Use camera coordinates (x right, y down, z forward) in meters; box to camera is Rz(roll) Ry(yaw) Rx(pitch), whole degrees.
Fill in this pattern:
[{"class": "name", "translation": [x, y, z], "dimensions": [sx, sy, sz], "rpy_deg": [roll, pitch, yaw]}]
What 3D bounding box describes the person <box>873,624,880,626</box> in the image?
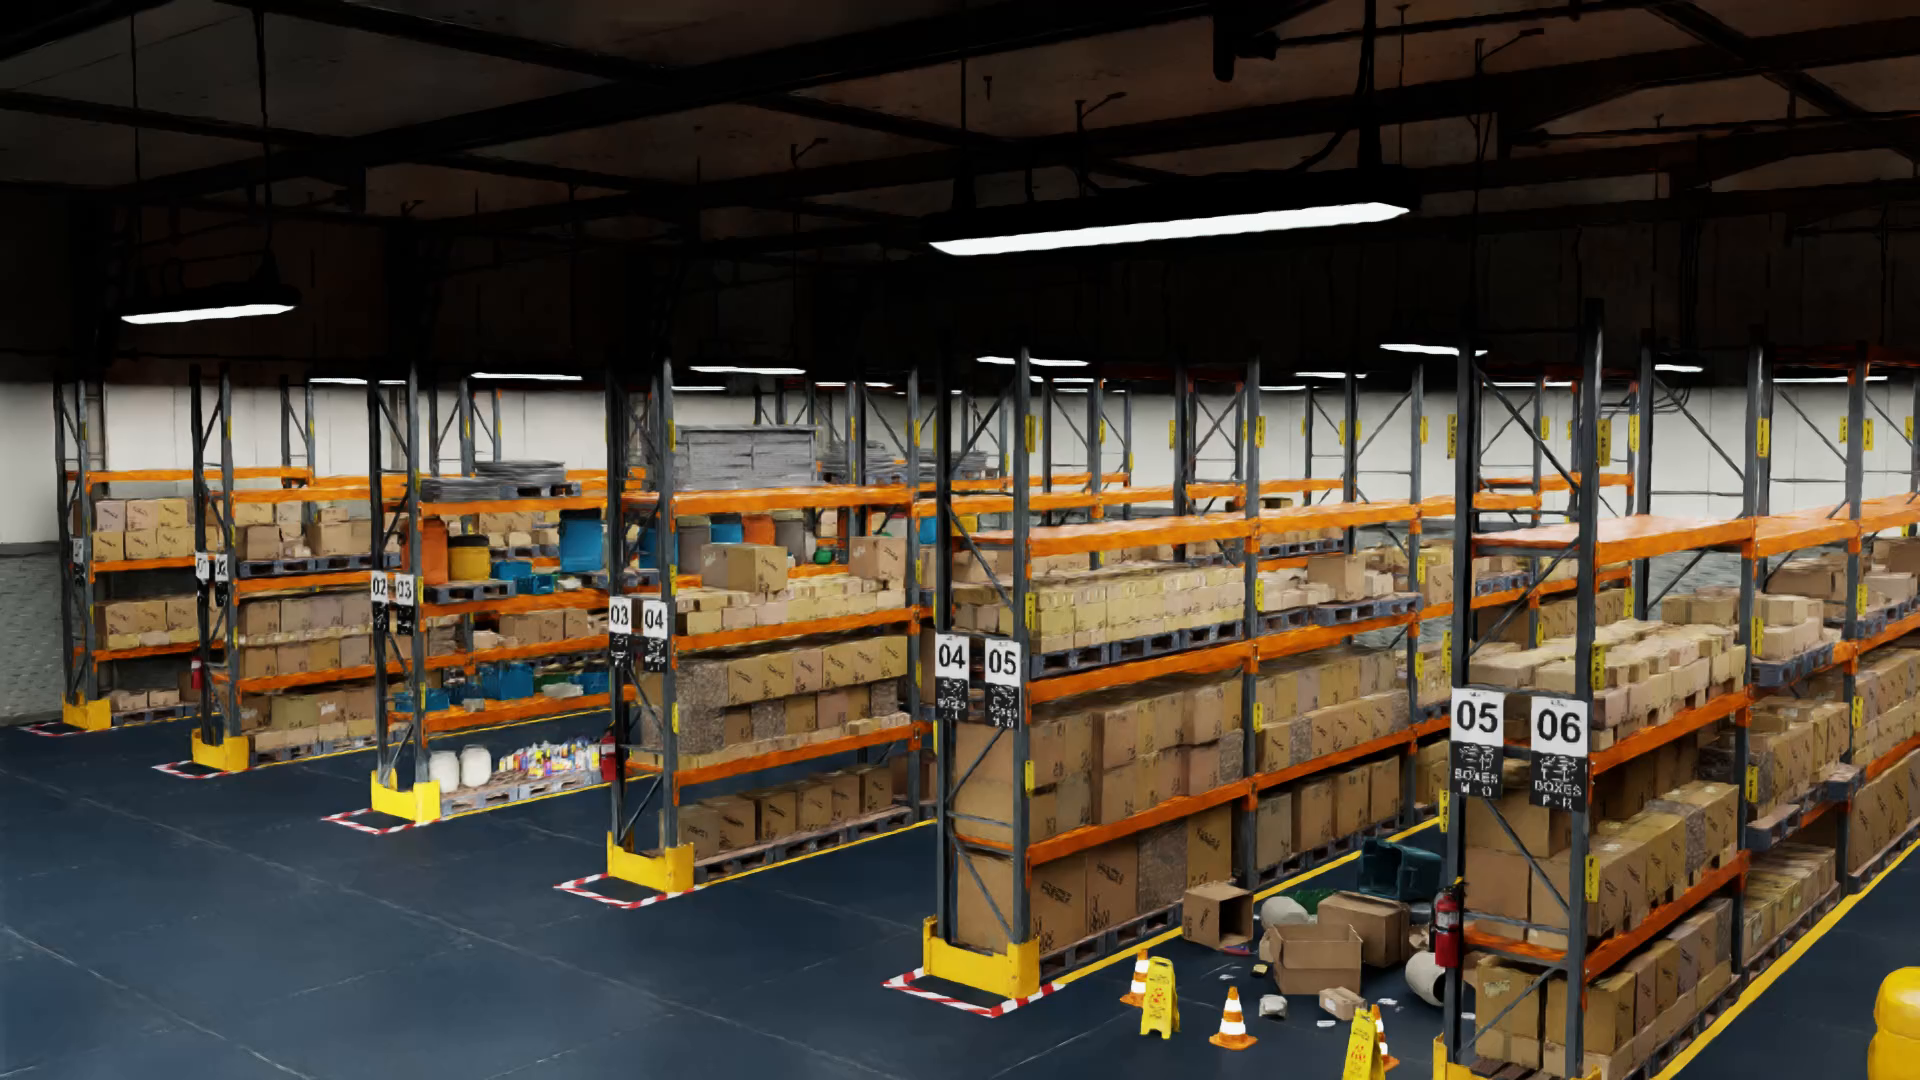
[{"class": "person", "translation": [-1.908, 1.355, 41.280], "dimensions": [0.682, 1.676, 0.535], "rpy_deg": [3, 5, 38]}]
